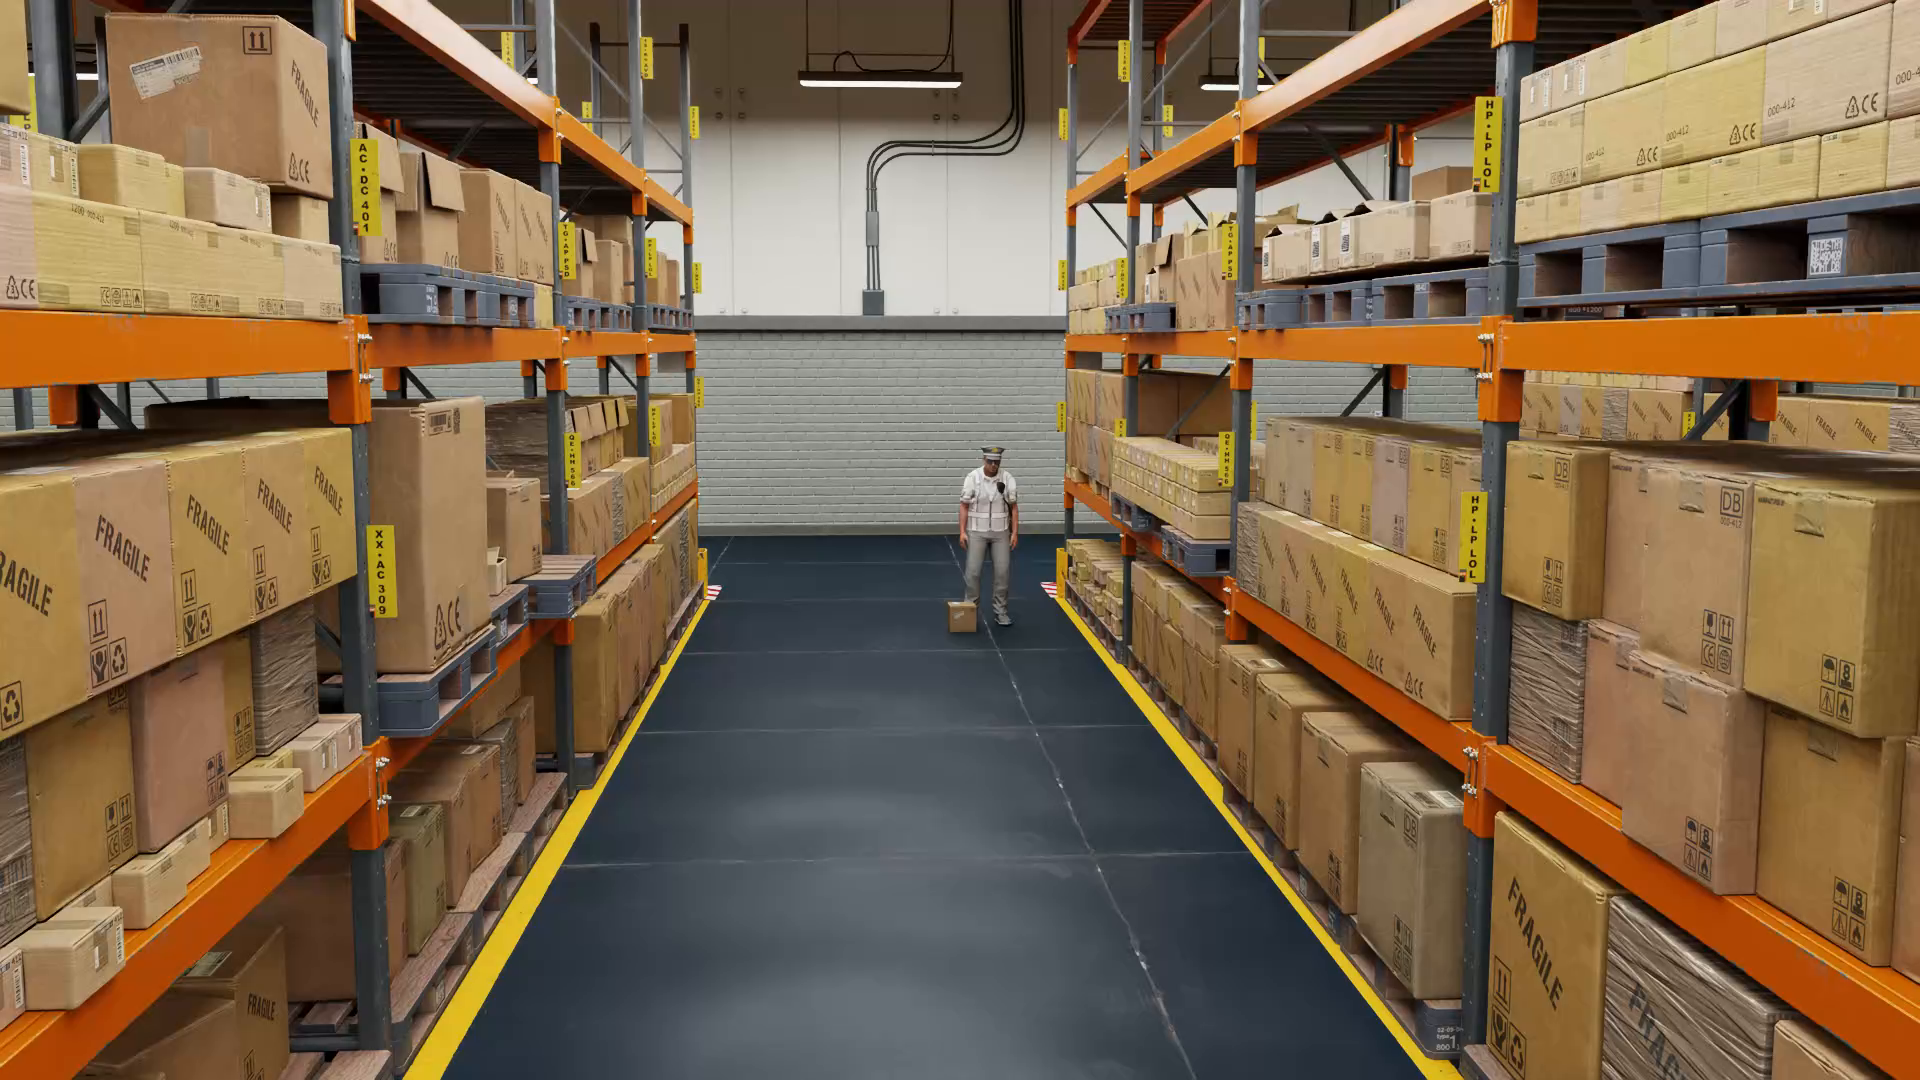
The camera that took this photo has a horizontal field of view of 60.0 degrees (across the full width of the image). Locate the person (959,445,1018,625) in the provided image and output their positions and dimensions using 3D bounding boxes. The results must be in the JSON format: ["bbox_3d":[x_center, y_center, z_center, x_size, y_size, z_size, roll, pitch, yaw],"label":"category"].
[{"bbox_3d":[0.278,-0.054,16.167,0.584,1.747,0.439,-1,7,-6],"label":"person"}]
